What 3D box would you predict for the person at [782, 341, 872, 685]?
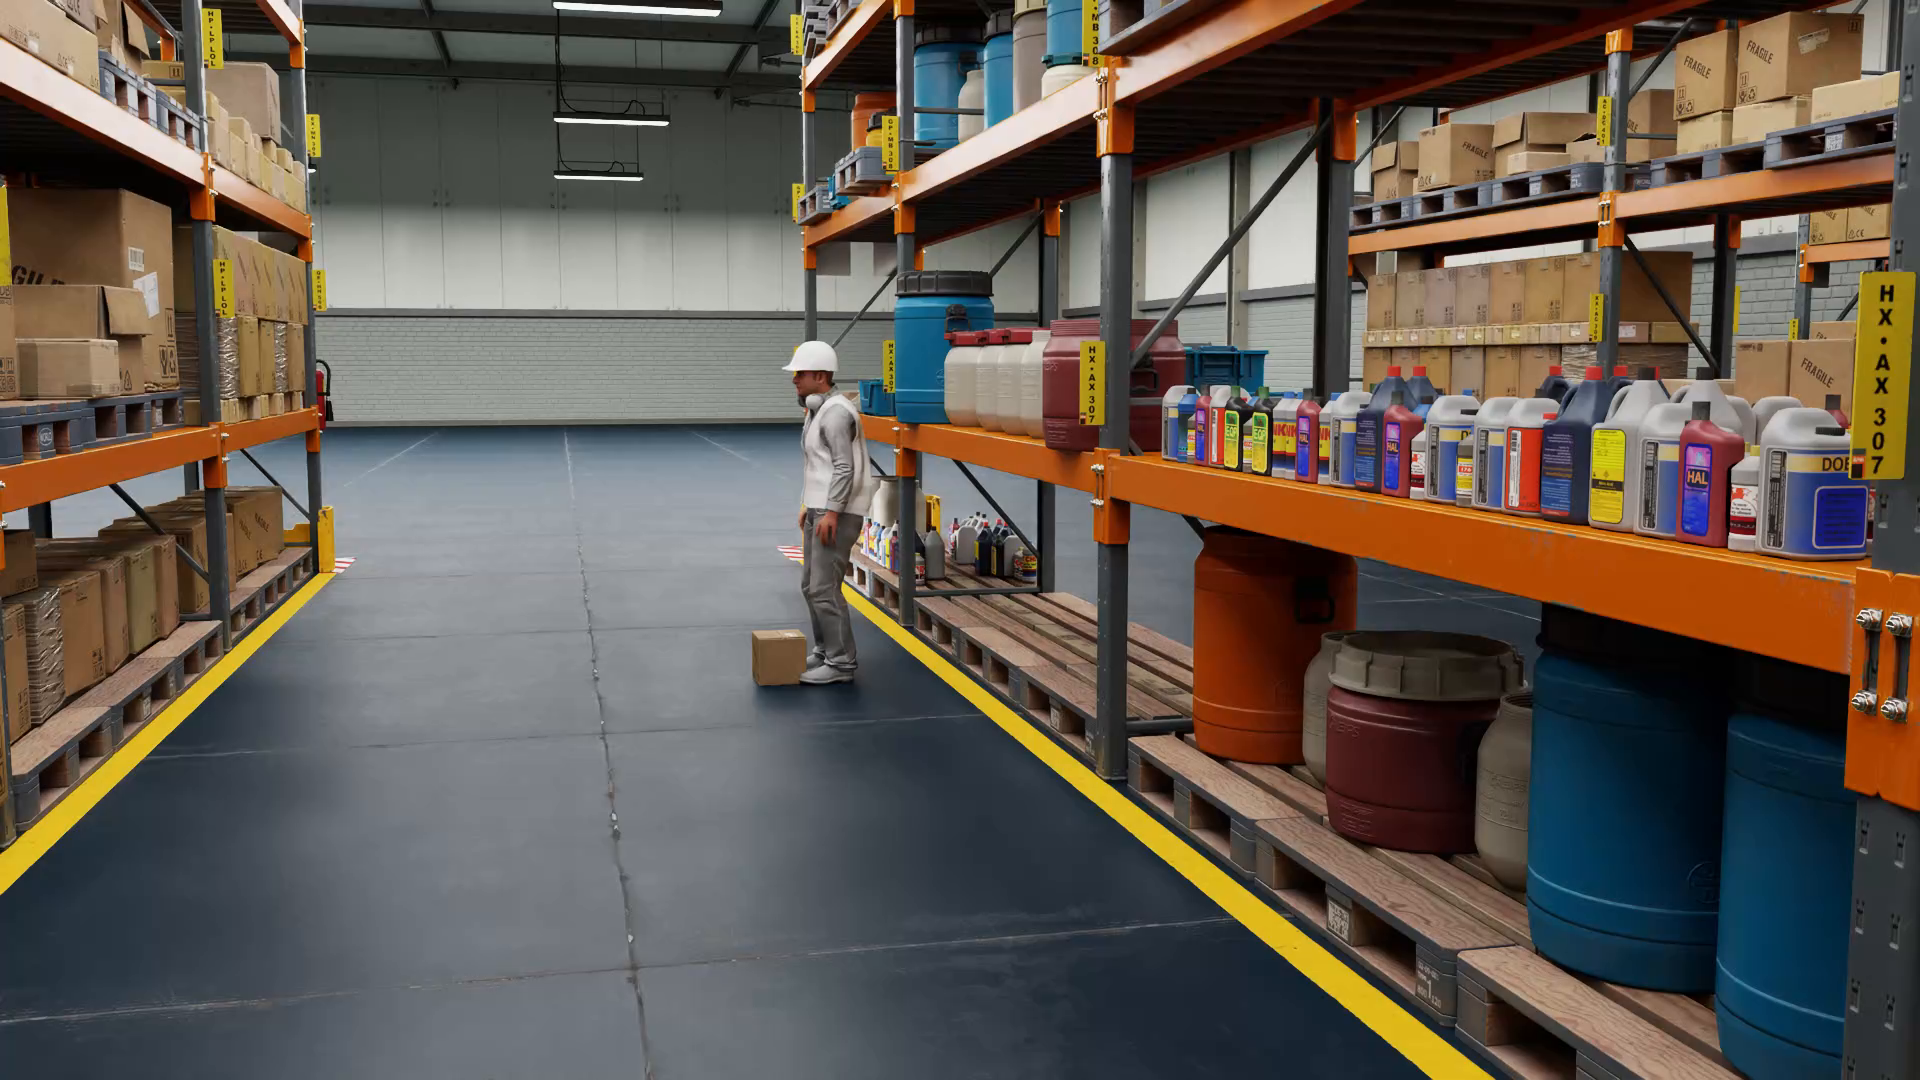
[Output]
[{"bbox_3d":[-0.699,-0.148,8.705,0.459,1.773,0.590,-2,6,-16],"label":"person"}]
